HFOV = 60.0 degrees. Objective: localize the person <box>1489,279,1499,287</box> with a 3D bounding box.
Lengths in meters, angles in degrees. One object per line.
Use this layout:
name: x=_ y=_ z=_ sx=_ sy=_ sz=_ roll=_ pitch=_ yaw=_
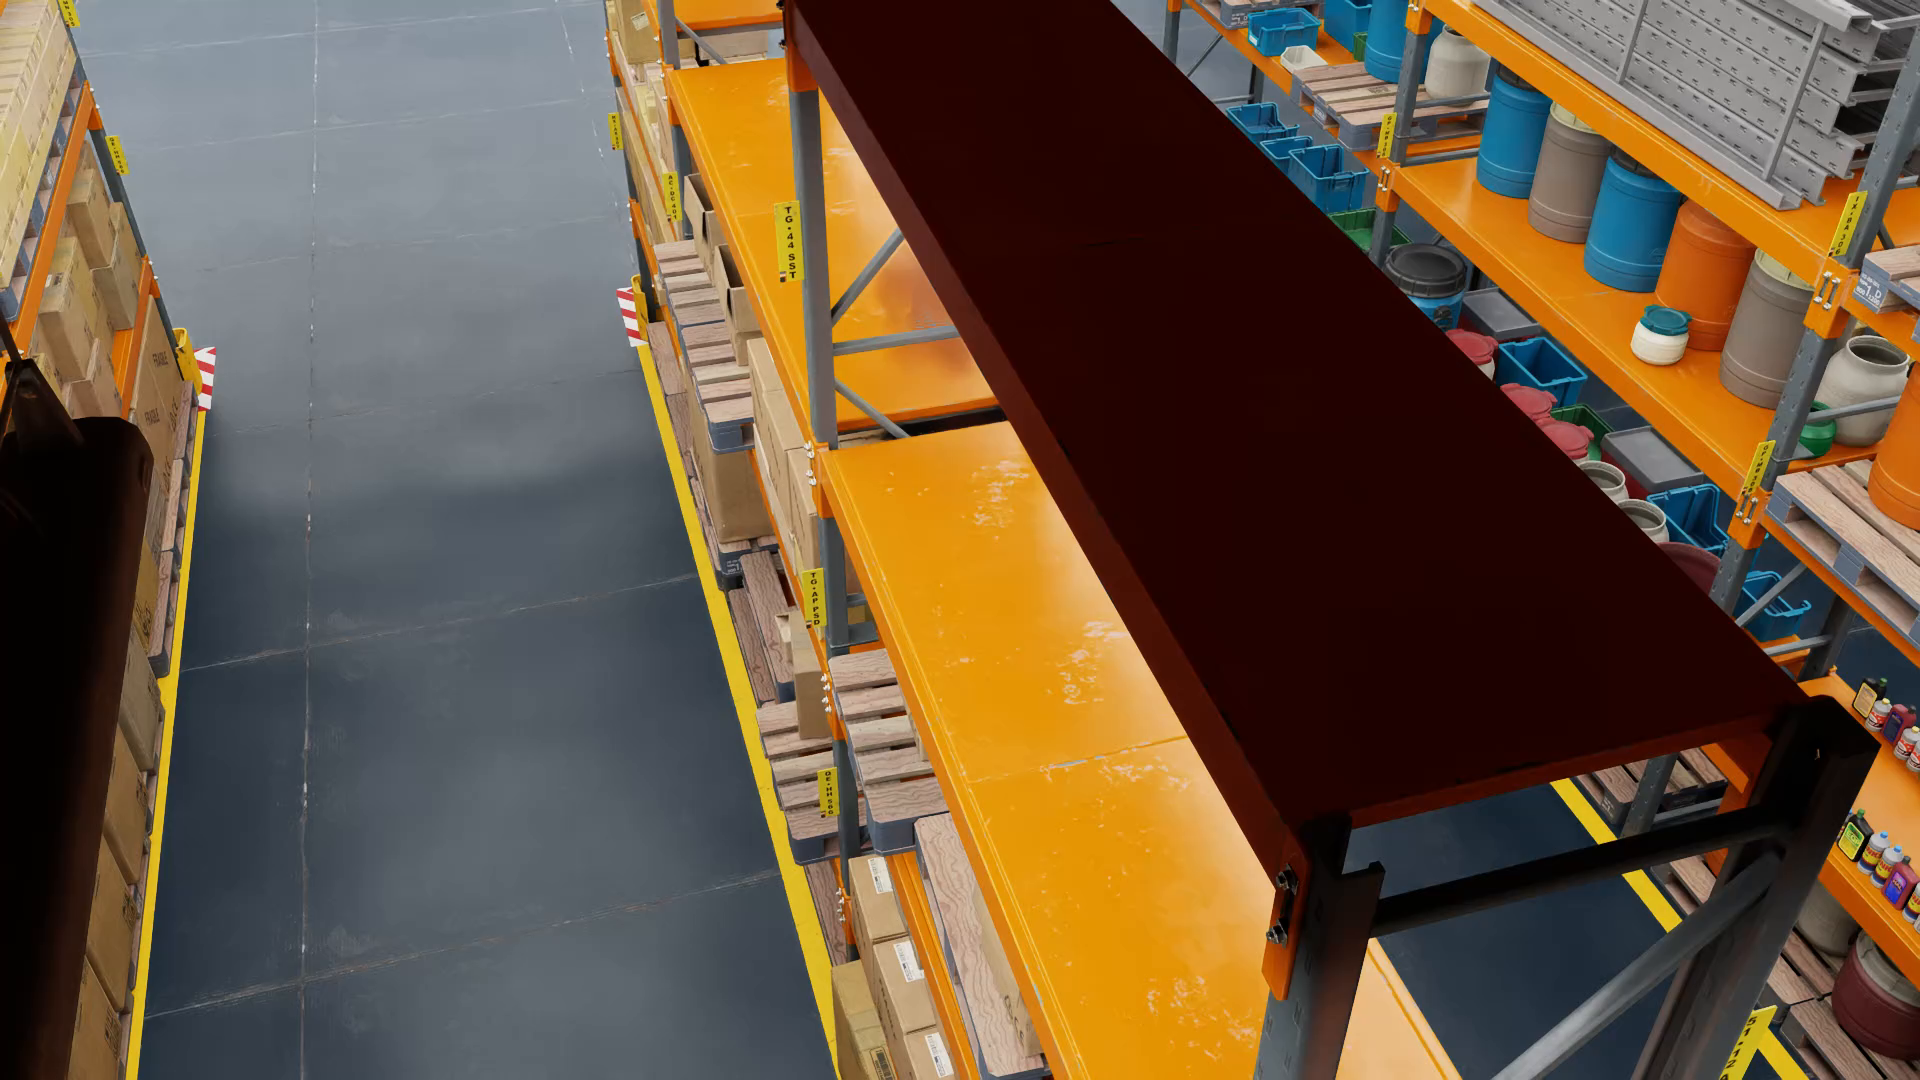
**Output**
person: x=4.663 y=-1.983 z=14.015 sx=0.563 sy=1.625 sz=0.697 roll=-4 pitch=39 yaw=-6
